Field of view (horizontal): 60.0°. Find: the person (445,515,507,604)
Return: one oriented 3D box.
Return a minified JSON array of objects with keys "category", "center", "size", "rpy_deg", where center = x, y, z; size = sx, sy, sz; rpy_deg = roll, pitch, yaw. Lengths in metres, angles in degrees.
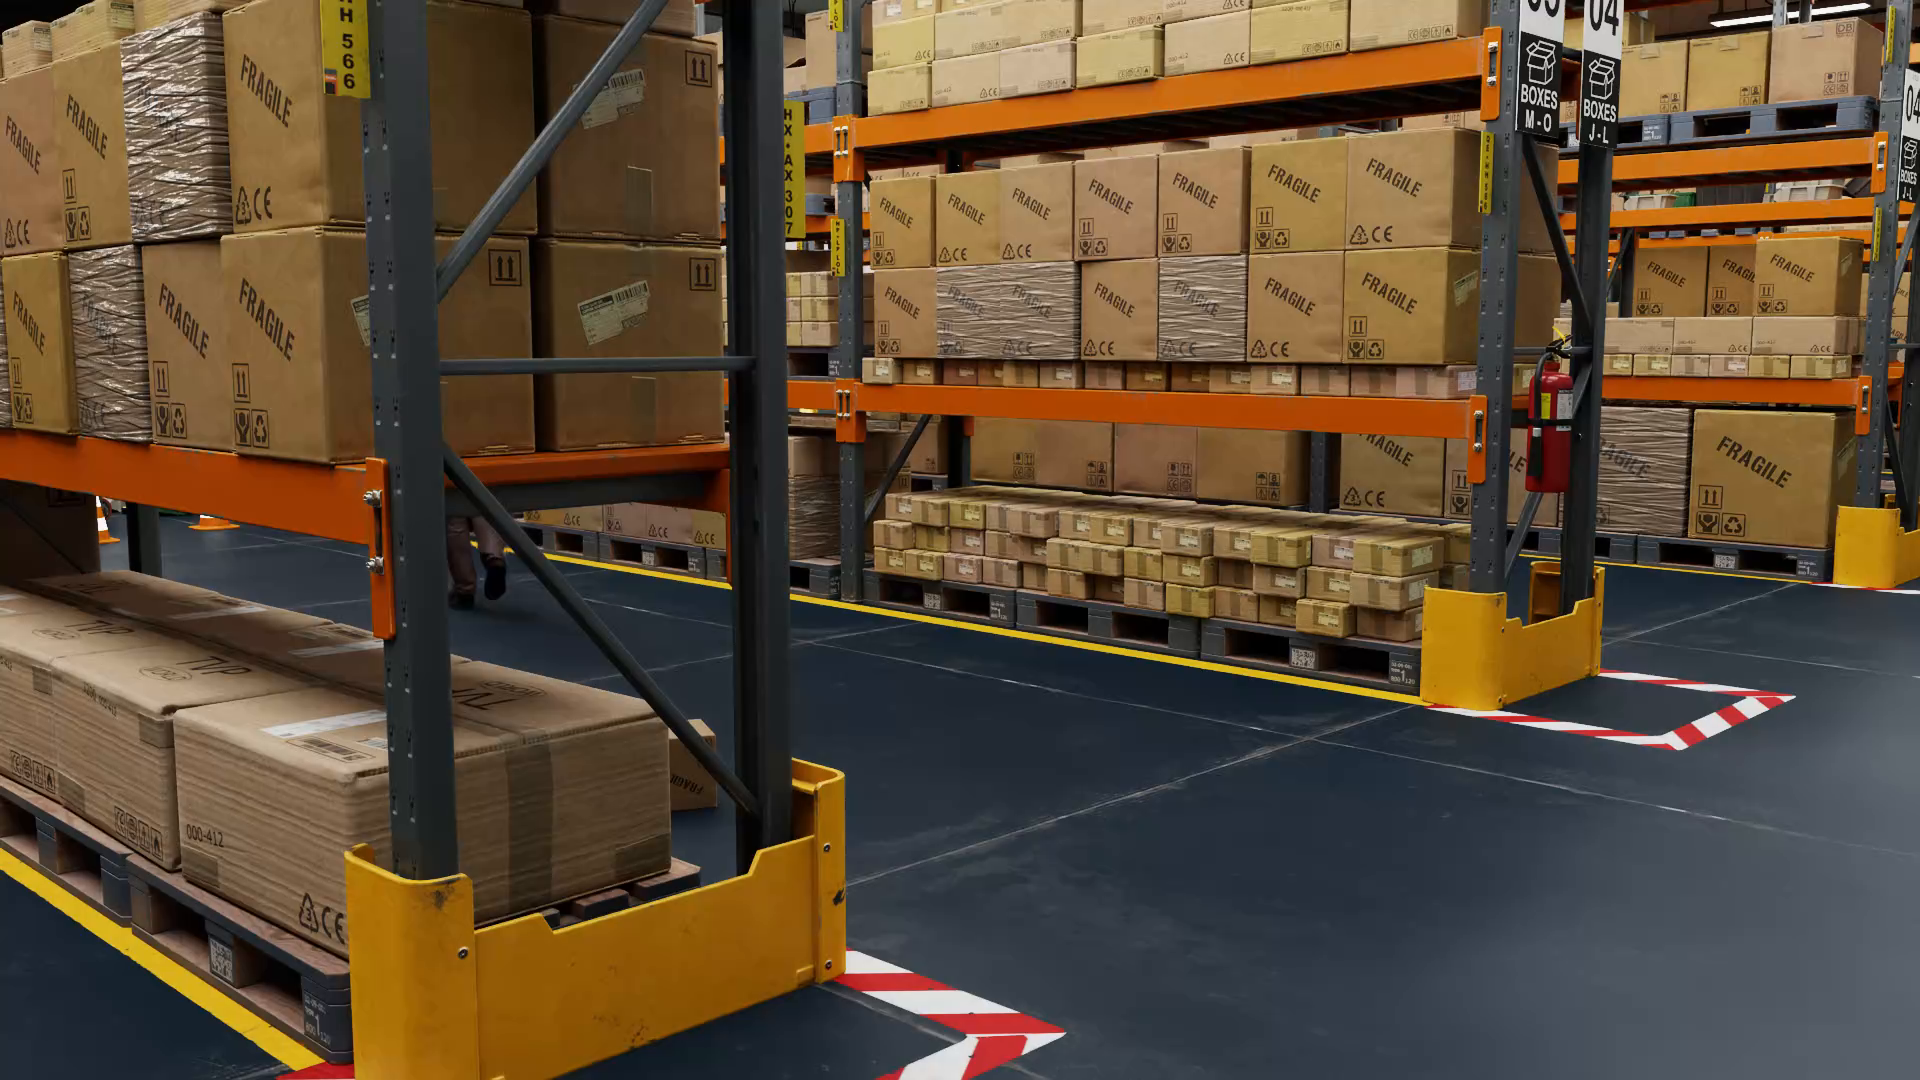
[{"category":"person","center":[-2.879,-0.489,9.657],"size":[0.537,1.713,0.476],"rpy_deg":[-5,9,-35]}]
